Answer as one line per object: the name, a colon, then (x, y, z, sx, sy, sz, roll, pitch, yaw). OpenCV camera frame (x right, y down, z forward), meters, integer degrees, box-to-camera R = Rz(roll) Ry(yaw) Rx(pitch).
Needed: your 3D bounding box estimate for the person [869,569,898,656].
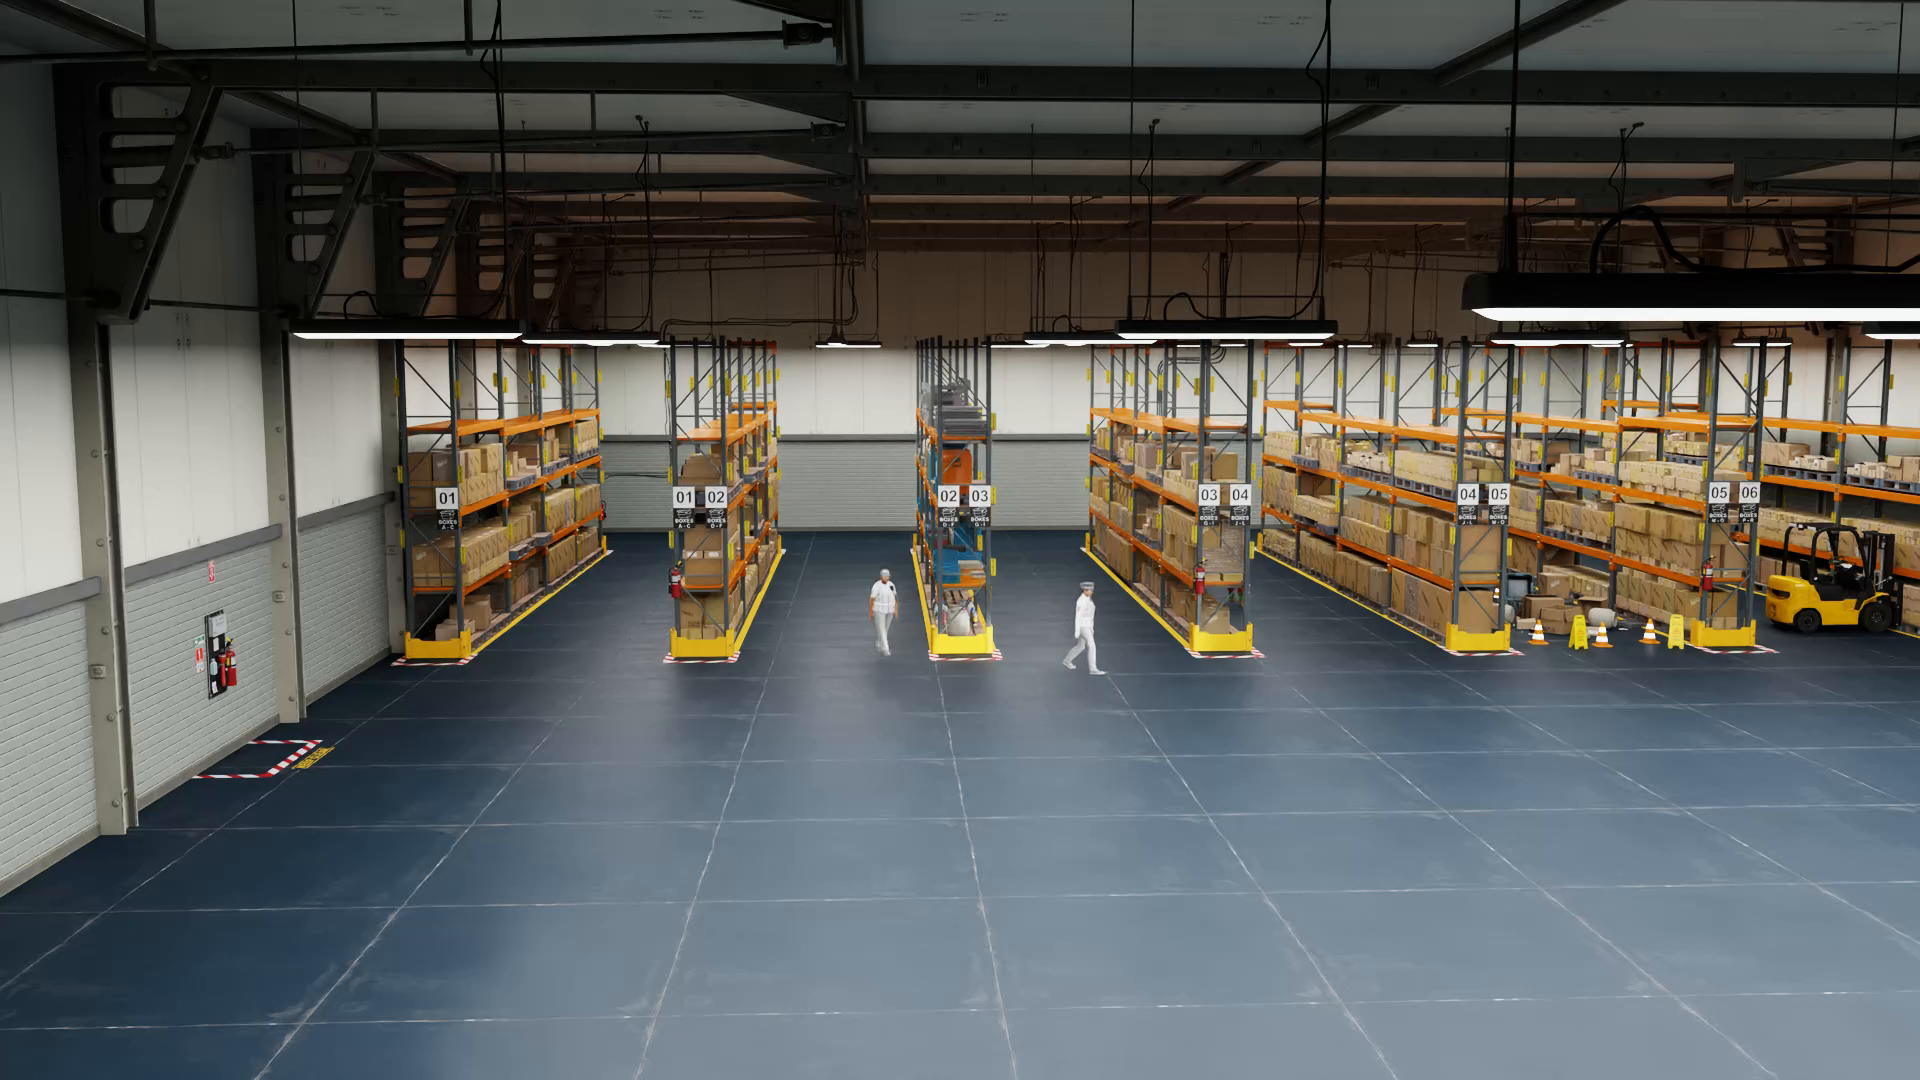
person: (-1.414, 1.351, 31.276, 0.549, 1.606, 0.999, -5, 8, -35)

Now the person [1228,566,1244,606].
person: (6.206, 0.572, 37.487, 0.544, 1.747, 0.902, 1, 7, 8)

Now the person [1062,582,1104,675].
person: (2.220, 1.550, 29.635, 0.821, 1.624, 0.488, 2, 7, 18)
